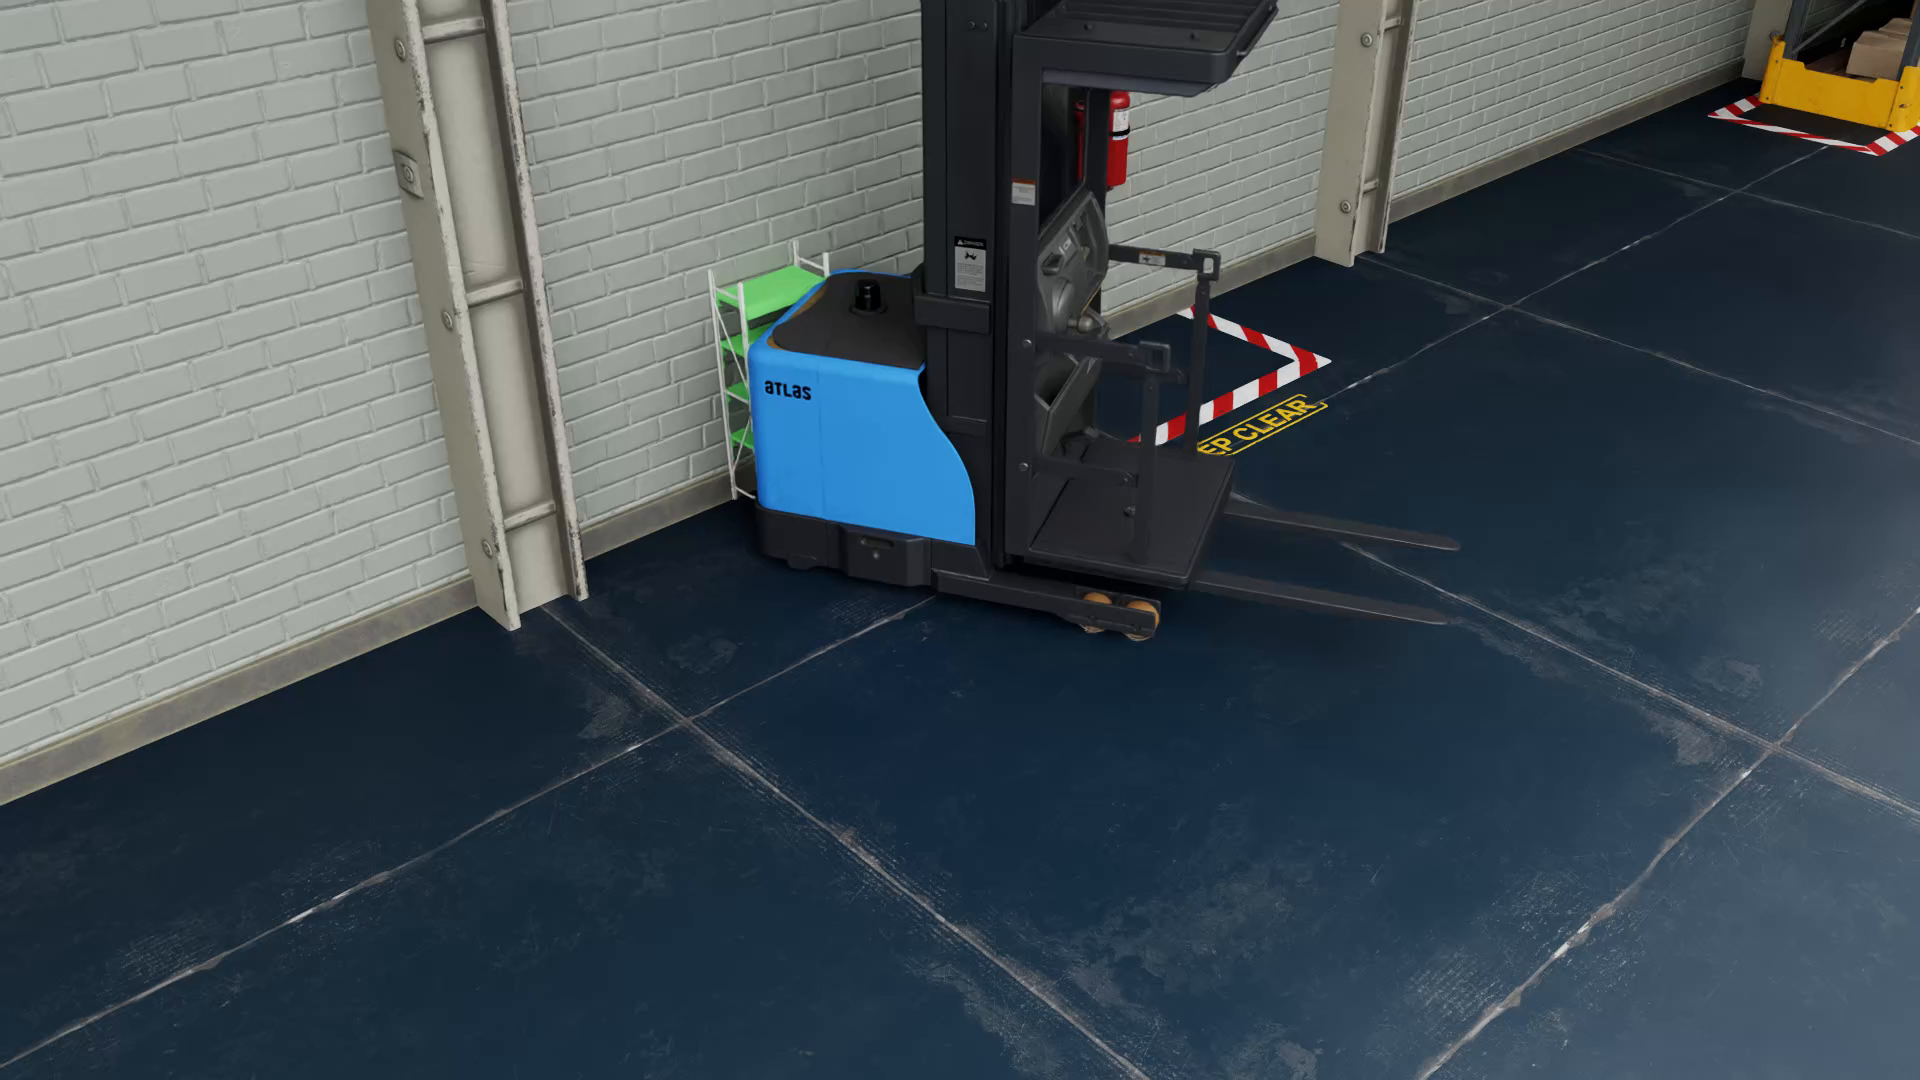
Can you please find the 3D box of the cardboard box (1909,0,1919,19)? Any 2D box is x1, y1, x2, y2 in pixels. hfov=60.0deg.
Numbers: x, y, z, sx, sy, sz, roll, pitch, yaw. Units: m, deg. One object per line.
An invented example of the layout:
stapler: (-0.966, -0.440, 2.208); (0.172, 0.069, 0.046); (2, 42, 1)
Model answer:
cardboard box: (8.549, -4.471, 14.161); (0.700, 0.500, 0.500); (26, 40, 36)

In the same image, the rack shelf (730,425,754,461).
rack shelf: (-0.847, -0.491, 7.994); (0.480, 0.148, 0.258); (-27, 40, -35)

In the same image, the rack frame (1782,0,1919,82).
rack frame: (6.990, -4.695, 12.553); (0.127, 3.000, 1.000); (-26, 40, -35)

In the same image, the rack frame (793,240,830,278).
rack frame: (-0.677, -0.841, 7.976); (0.015, 1.200, 0.240); (-27, 40, -35)

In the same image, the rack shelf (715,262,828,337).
rack shelf: (-0.863, -1.105, 7.618); (0.480, 0.148, 0.258); (-27, 40, -35)

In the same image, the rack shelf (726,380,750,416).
rack shelf: (-0.852, -0.696, 7.869); (0.480, 0.148, 0.258); (-27, 40, -35)

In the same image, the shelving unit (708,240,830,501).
shelving unit: (-0.853, -0.750, 7.835); (0.503, 1.200, 0.258); (-27, 40, -35)

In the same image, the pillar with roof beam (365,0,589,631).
pillar with roof beam: (1.043, -1.931, 2.281); (0.400, 9.000, 9.100); (-26, 40, -35)

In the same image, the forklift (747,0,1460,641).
forklift: (0.654, -1.136, 6.798); (3.031, 2.935, 1.130); (10, 33, 16)

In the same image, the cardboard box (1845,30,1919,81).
cardboard box: (7.559, -3.947, 13.485); (0.500, 0.311, 0.500); (24, 39, 34)

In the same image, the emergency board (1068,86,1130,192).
emergency board: (0.678, -2.284, 8.610); (0.643, 1.169, 0.194); (-26, 40, -35)

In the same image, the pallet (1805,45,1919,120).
pallet: (7.666, -3.807, 13.774); (1.213, 0.211, 1.003); (-26, 40, -35)

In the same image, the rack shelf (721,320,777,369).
rack shelf: (-0.857, -0.900, 7.743); (0.480, 0.148, 0.258); (-27, 40, -35)

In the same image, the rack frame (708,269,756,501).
rack frame: (-1.030, -0.659, 7.694); (0.015, 1.200, 0.240); (-27, 40, -35)

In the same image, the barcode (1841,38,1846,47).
barcode: (7.300, -4.110, 13.743); (0.075, 0.075, 0.001); (-26, 40, -35)

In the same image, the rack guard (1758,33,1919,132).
rack guard: (7.046, -3.656, 13.249); (0.348, 0.500, 1.175); (-26, 40, -35)

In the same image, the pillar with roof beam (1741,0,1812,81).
pillar with roof beam: (9.842, -6.187, 9.242); (0.400, 9.000, 9.100); (-26, 40, -35)

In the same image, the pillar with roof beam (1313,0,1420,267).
pillar with roof beam: (5.443, -4.059, 5.762); (0.400, 9.000, 9.100); (-26, 40, -35)

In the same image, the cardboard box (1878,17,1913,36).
cardboard box: (7.977, -4.149, 13.816); (0.500, 0.311, 0.500); (-22, 38, -32)
